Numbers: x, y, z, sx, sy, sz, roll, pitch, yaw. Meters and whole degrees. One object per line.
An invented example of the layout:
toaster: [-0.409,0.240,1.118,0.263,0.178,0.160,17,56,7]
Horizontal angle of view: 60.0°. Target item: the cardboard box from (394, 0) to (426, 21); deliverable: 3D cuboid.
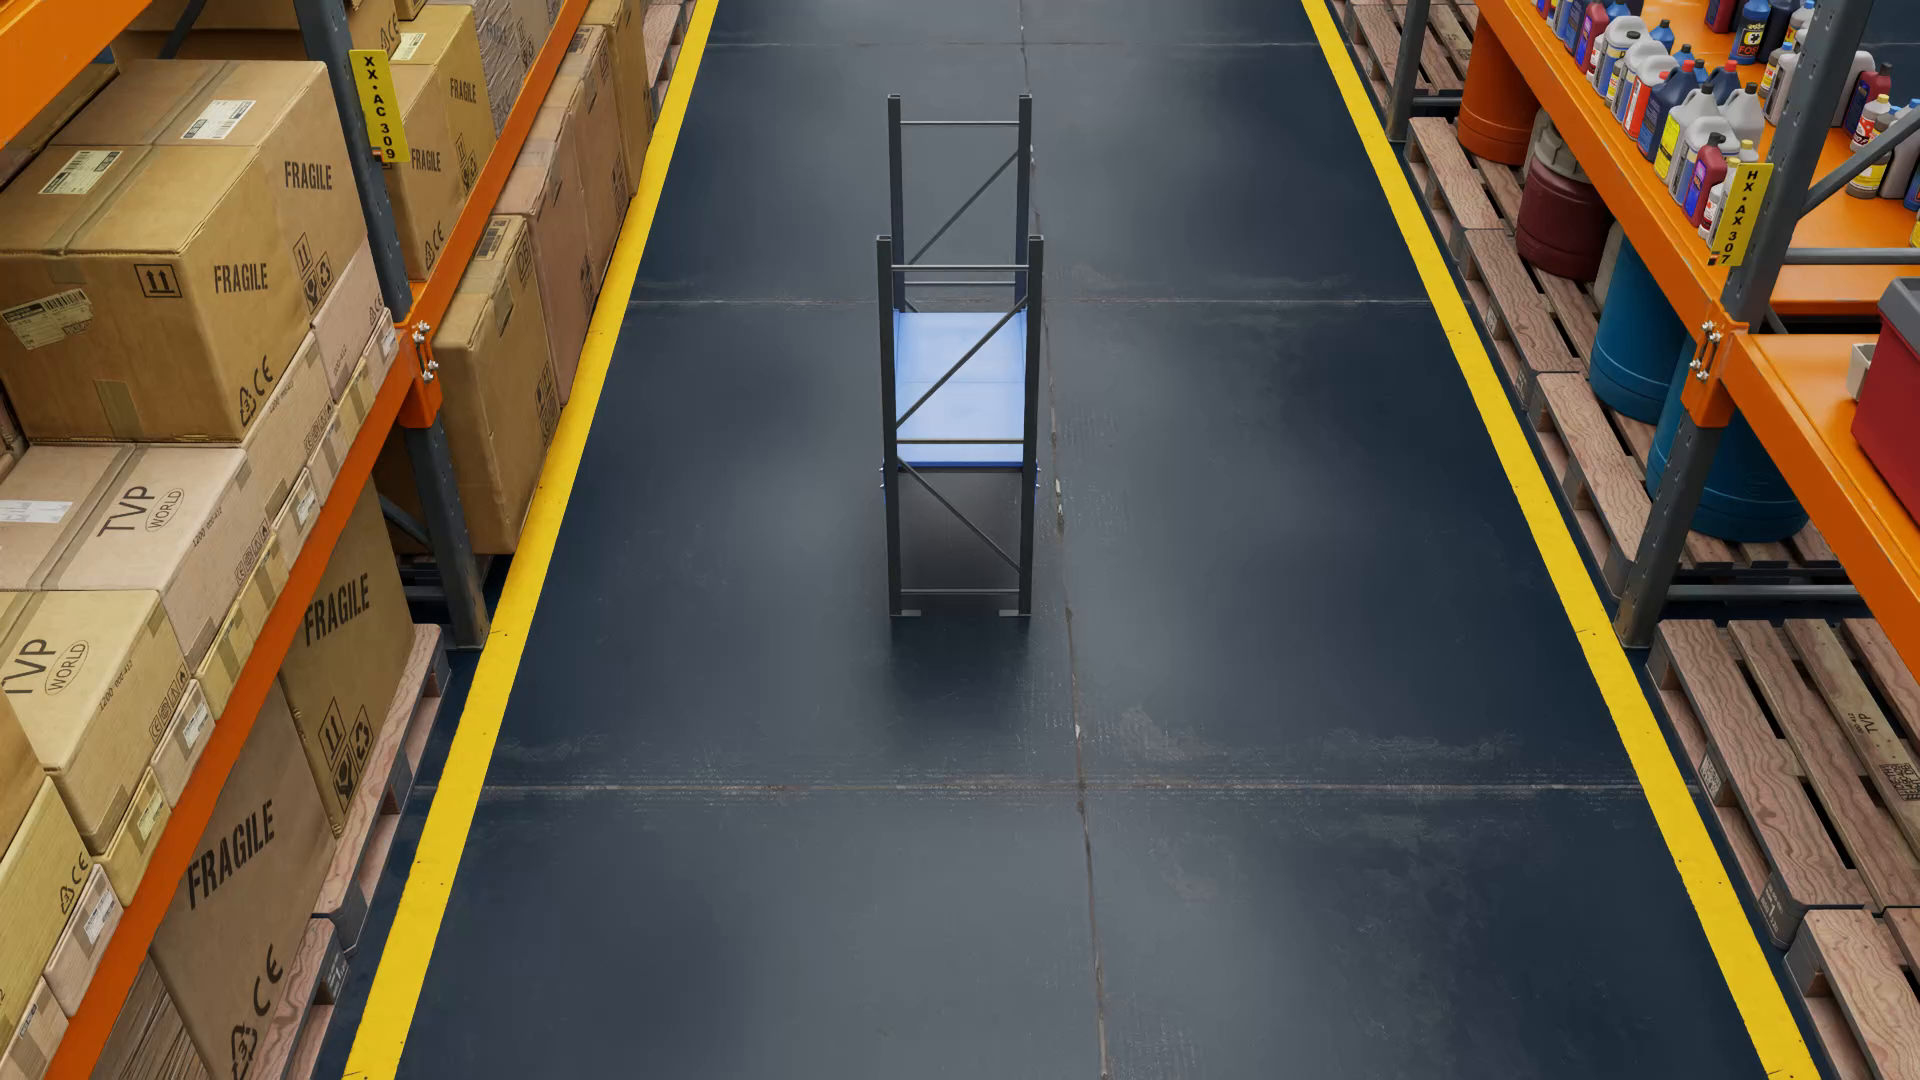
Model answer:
cardboard box: [-2.152,-2.082,5.567,0.797,0.503,0.637,0,39,0]

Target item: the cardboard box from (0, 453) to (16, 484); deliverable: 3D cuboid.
cardboard box: [-2.413,0.048,3.673,0.500,0.250,0.500,1,39,1]

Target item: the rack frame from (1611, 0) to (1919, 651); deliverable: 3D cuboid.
rack frame: [2.799,-0.827,4.883,1.000,3.000,0.127,0,39,0]

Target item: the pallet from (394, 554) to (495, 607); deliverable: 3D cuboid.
pallet: [-2.230,-0.217,6.352,1.003,0.211,1.213,0,39,0]

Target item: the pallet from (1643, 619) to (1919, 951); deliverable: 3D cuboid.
pallet: [2.839,0.721,5.181,1.003,0.211,1.213,0,39,0]

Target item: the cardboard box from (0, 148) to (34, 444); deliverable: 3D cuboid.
cardboard box: [-2.416,-0.566,3.839,0.500,0.500,0.500,0,39,0]

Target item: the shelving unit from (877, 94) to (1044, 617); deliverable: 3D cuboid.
shelving unit: [0.000,-0.639,5.848,0.538,1.500,1.048,0,39,0]

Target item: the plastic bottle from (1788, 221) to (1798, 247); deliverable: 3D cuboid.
plastic bottle: [2.600,-1.007,5.267,0.097,0.201,0.097,0,39,0]

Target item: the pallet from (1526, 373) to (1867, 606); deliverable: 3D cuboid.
pallet: [2.840,-0.221,6.357,1.003,0.211,1.213,0,39,0]

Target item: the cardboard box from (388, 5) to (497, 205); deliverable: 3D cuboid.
cardboard box: [-1.906,-1.464,5.599,0.500,0.500,0.500,0,39,0]

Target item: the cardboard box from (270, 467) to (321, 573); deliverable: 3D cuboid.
cardboard box: [-1.825,-0.052,4.117,0.380,0.149,0.250,1,39,1]

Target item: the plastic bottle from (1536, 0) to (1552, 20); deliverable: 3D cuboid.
plastic bottle: [2.428,-2.289,6.801,0.061,0.283,0.133,0,39,0]

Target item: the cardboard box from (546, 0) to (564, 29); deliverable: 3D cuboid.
cardboard box: [-1.911,-2.419,6.789,0.500,0.500,0.500,-1,39,-2]

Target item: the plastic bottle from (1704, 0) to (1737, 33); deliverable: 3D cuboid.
plastic bottle: [3.079,-2.199,6.689,0.061,0.283,0.133,0,39,0]

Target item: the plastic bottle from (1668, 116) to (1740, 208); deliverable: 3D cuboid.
plastic bottle: [2.475,-1.253,5.514,0.152,0.276,0.135,0,39,0]

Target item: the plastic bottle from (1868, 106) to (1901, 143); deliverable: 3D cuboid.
plastic bottle: [3.207,-1.401,5.759,0.097,0.201,0.097,0,39,0]

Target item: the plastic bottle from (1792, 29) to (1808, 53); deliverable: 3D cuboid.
plastic bottle: [3.179,-1.792,6.187,0.152,0.276,0.135,0,39,0]

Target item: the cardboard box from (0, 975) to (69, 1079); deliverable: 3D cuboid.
cardboard box: [-1.822,0.912,2.915,0.380,0.149,0.250,-1,39,-1]

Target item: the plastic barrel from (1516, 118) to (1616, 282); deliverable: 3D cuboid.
plastic barrel: [2.814,-1.539,7.364,0.600,0.588,0.708,0,39,0]

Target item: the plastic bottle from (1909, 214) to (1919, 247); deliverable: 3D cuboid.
plastic bottle: [3.123,-1.053,5.205,0.144,0.351,0.185,0,39,0]

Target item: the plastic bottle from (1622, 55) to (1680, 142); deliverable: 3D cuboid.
plastic bottle: [2.475,-1.568,5.907,0.152,0.276,0.135,0,39,0]

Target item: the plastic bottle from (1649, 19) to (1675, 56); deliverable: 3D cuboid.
plastic bottle: [2.599,-1.807,6.210,0.097,0.271,0.097,0,39,0]

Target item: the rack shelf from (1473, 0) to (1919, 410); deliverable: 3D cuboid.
rack shelf: [2.797,-1.797,6.668,1.077,0.370,4.000,0,39,0]

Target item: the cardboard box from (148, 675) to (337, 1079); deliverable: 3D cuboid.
cardboard box: [-2.232,0.818,4.194,0.875,0.875,0.875,0,39,0]

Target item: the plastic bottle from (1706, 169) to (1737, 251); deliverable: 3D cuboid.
plastic bottle: [2.476,-1.024,5.229,0.152,0.276,0.135,0,39,0]

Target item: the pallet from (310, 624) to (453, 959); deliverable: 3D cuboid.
pallet: [-2.231,0.741,5.157,1.003,0.211,1.213,0,39,0]

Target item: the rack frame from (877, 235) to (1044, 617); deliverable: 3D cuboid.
rack frame: [0.000,-0.321,5.451,0.500,1.500,0.032,0,39,0]

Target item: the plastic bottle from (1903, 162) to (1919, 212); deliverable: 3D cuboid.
plastic bottle: [3.207,-1.222,5.480,0.097,0.271,0.097,0,39,0]

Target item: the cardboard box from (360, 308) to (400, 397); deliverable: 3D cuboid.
cardboard box: [-1.826,-0.535,4.719,0.380,0.149,0.250,0,39,0]

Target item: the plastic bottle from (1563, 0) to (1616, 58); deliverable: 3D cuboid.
plastic bottle: [2.470,-2.071,6.475,0.144,0.351,0.185,0,39,0]

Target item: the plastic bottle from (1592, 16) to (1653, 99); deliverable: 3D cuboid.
plastic bottle: [2.474,-1.797,6.193,0.152,0.276,0.135,0,39,0]

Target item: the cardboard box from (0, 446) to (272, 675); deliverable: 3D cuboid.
cardboard box: [-1.887,0.038,3.686,0.500,0.250,0.500,1,39,1]

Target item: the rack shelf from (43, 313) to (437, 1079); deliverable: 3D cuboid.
rack shelf: [-2.151,0.708,3.543,1.077,0.370,4.000,0,39,0]

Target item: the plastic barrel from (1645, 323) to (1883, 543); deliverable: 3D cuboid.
plastic barrel: [2.816,-0.512,5.832,0.600,0.901,0.708,0,39,0]

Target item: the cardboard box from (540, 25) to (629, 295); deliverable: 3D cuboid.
cardboard box: [-2.185,-1.670,7.299,1.225,0.875,0.875,0,39,0]

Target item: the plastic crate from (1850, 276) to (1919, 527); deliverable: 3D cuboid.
plastic crate: [2.550,-0.316,4.147,0.402,0.464,0.583,0,39,0]

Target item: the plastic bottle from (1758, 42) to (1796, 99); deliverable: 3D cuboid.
plastic bottle: [3.054,-1.751,6.195,0.097,0.201,0.097,0,39,0]

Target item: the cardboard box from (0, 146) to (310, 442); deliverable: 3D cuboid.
cardboard box: [-1.889,-0.573,3.848,0.500,0.500,0.500,0,39,0]

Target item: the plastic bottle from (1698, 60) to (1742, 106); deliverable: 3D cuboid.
plastic bottle: [2.615,-1.498,5.760,0.144,0.351,0.185,0,39,0]

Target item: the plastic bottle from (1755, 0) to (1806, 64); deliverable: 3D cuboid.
plastic bottle: [3.182,-2.043,6.440,0.144,0.351,0.185,0,39,0]

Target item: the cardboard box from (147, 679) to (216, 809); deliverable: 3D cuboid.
cardboard box: [-1.824,0.428,3.518,0.380,0.149,0.250,1,39,1]
